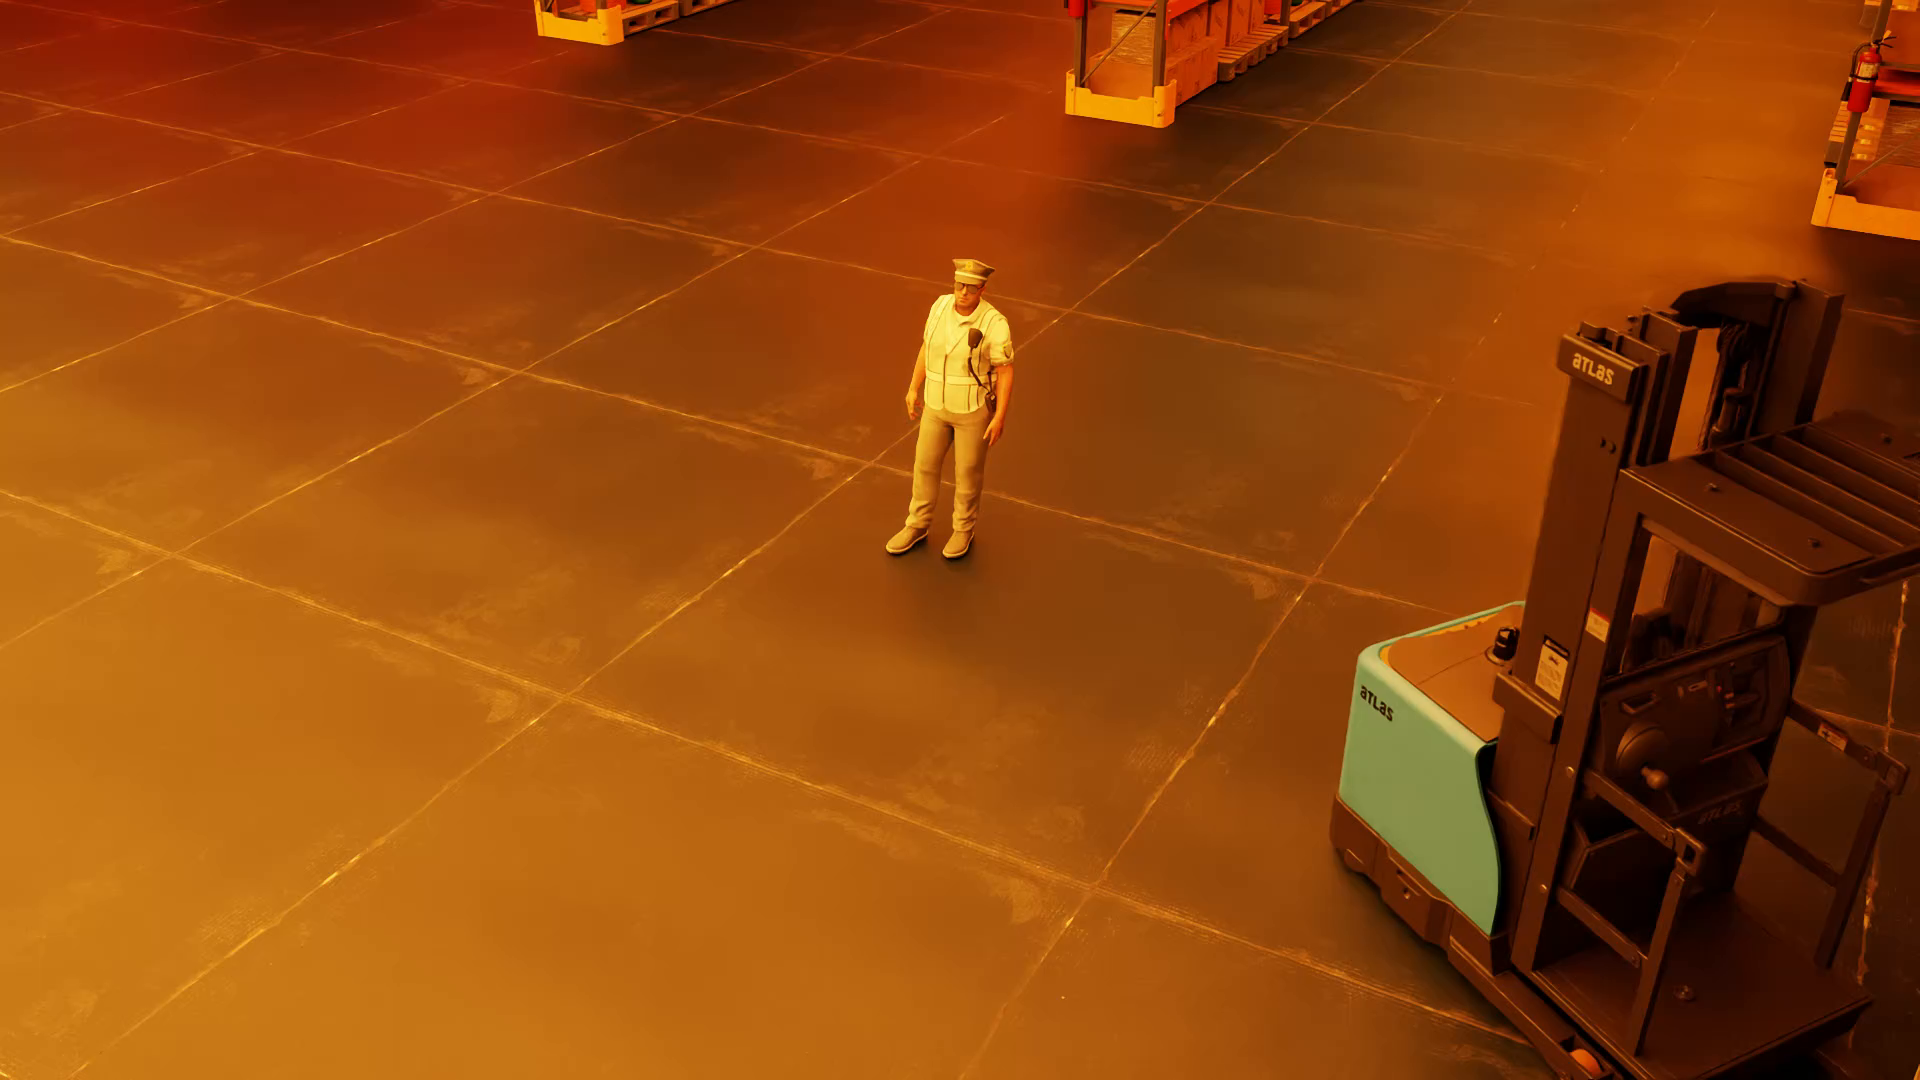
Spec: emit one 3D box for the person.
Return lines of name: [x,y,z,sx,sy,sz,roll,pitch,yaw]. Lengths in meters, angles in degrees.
person: [-0.048,-0.747,9.500,0.640,1.781,0.575,15,33,25]

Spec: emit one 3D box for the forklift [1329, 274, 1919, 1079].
forklift: [2.772,0.676,5.899,1.130,2.935,3.031,-14,33,-22]
